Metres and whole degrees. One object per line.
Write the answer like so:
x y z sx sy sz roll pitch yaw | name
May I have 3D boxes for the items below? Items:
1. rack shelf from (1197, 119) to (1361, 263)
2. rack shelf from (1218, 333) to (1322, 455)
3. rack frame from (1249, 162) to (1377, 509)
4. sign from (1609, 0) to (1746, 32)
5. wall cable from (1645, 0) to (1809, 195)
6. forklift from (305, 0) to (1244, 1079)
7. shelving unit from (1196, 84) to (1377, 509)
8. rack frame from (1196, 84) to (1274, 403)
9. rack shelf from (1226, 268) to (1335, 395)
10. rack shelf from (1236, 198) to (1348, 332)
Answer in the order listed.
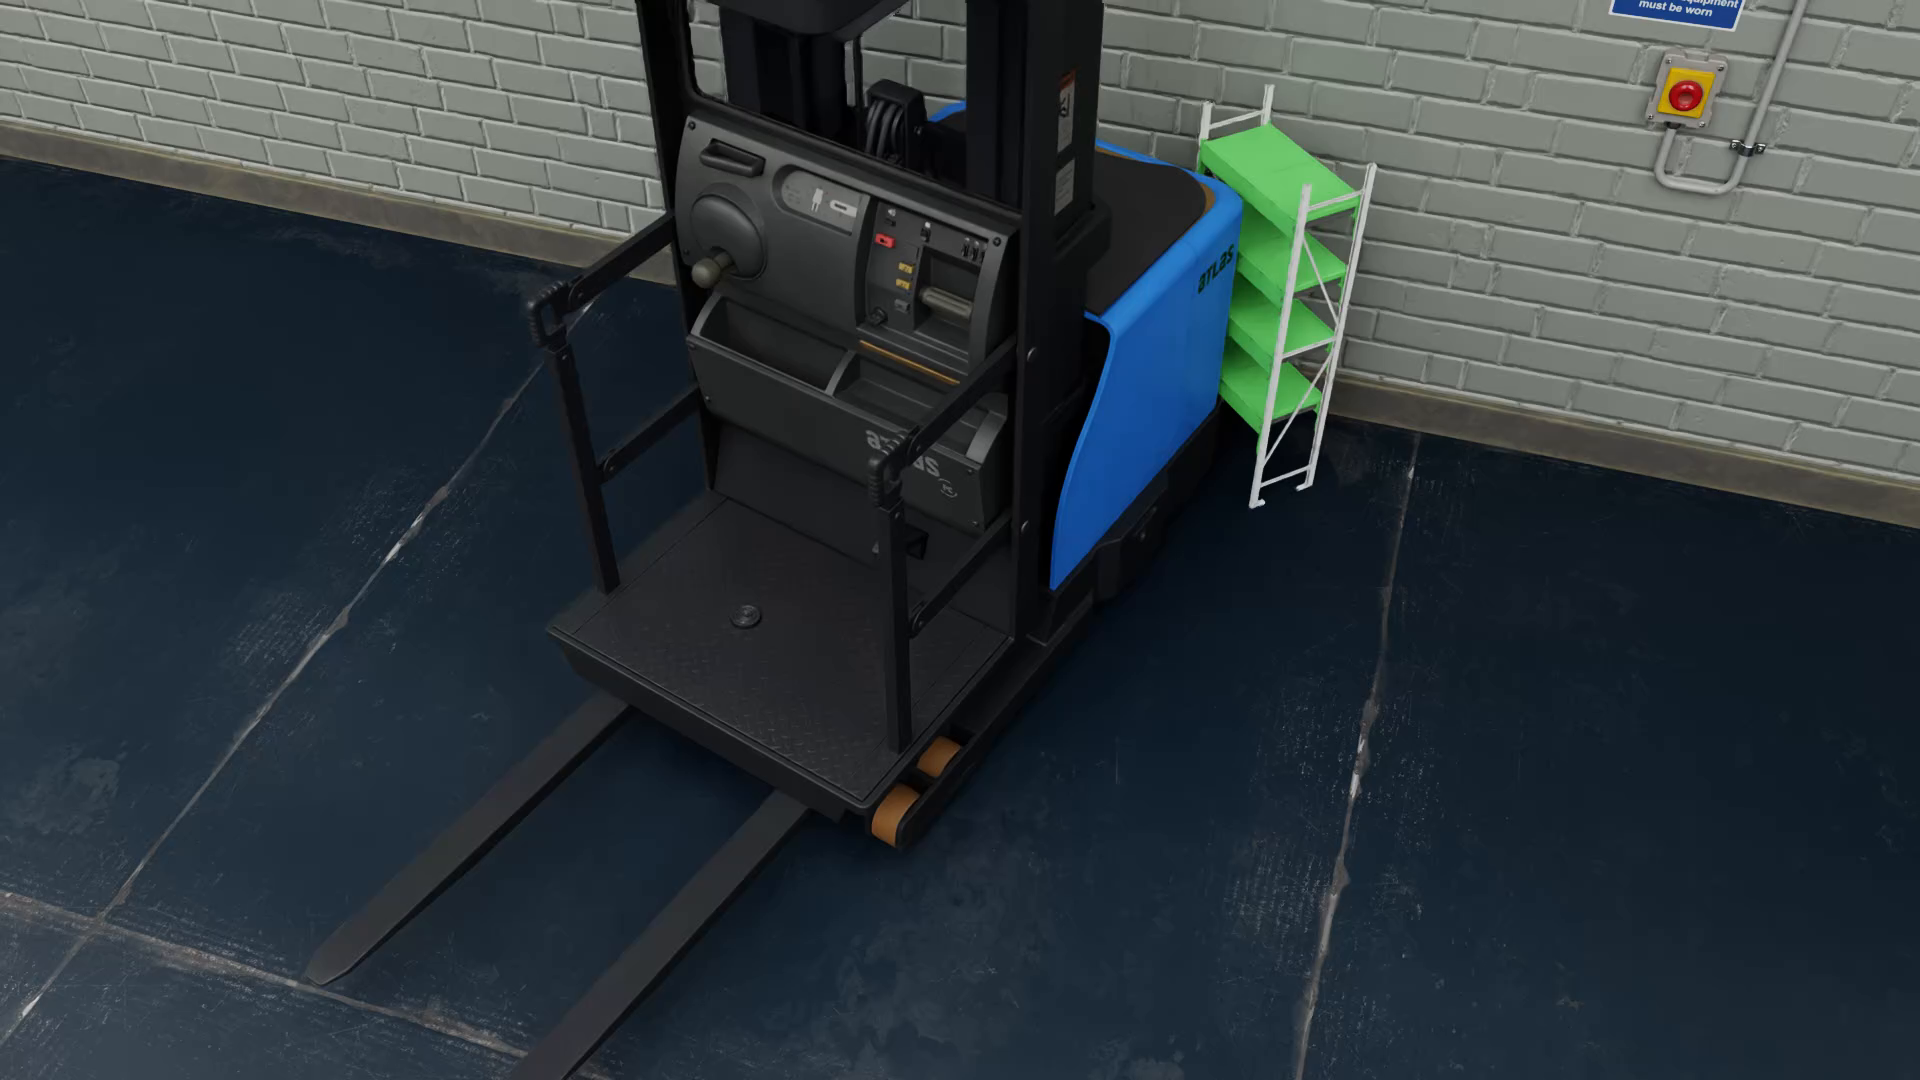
0.930 -1.022 4.841 0.258 0.148 0.480 -20 48 -19 | rack shelf
0.929 -0.507 5.345 0.258 0.148 0.480 -20 48 -19 | rack shelf
1.042 -0.573 4.978 0.240 1.200 0.015 -20 48 -19 | rack frame
1.922 -1.475 4.420 0.327 0.218 0.001 13 46 13 | sign
1.949 -1.702 4.096 0.585 1.953 0.123 13 46 13 | wall cable
-0.414 -0.619 3.787 1.130 2.935 3.031 25 50 24 | forklift
0.929 -0.725 5.132 0.258 1.200 0.503 -20 48 -19 | shelving unit
0.817 -0.876 5.287 0.240 1.200 0.015 -20 48 -19 | rack frame
0.929 -0.679 5.177 0.258 0.148 0.480 -20 48 -19 | rack shelf
0.929 -0.850 5.009 0.258 0.148 0.480 -20 48 -19 | rack shelf
